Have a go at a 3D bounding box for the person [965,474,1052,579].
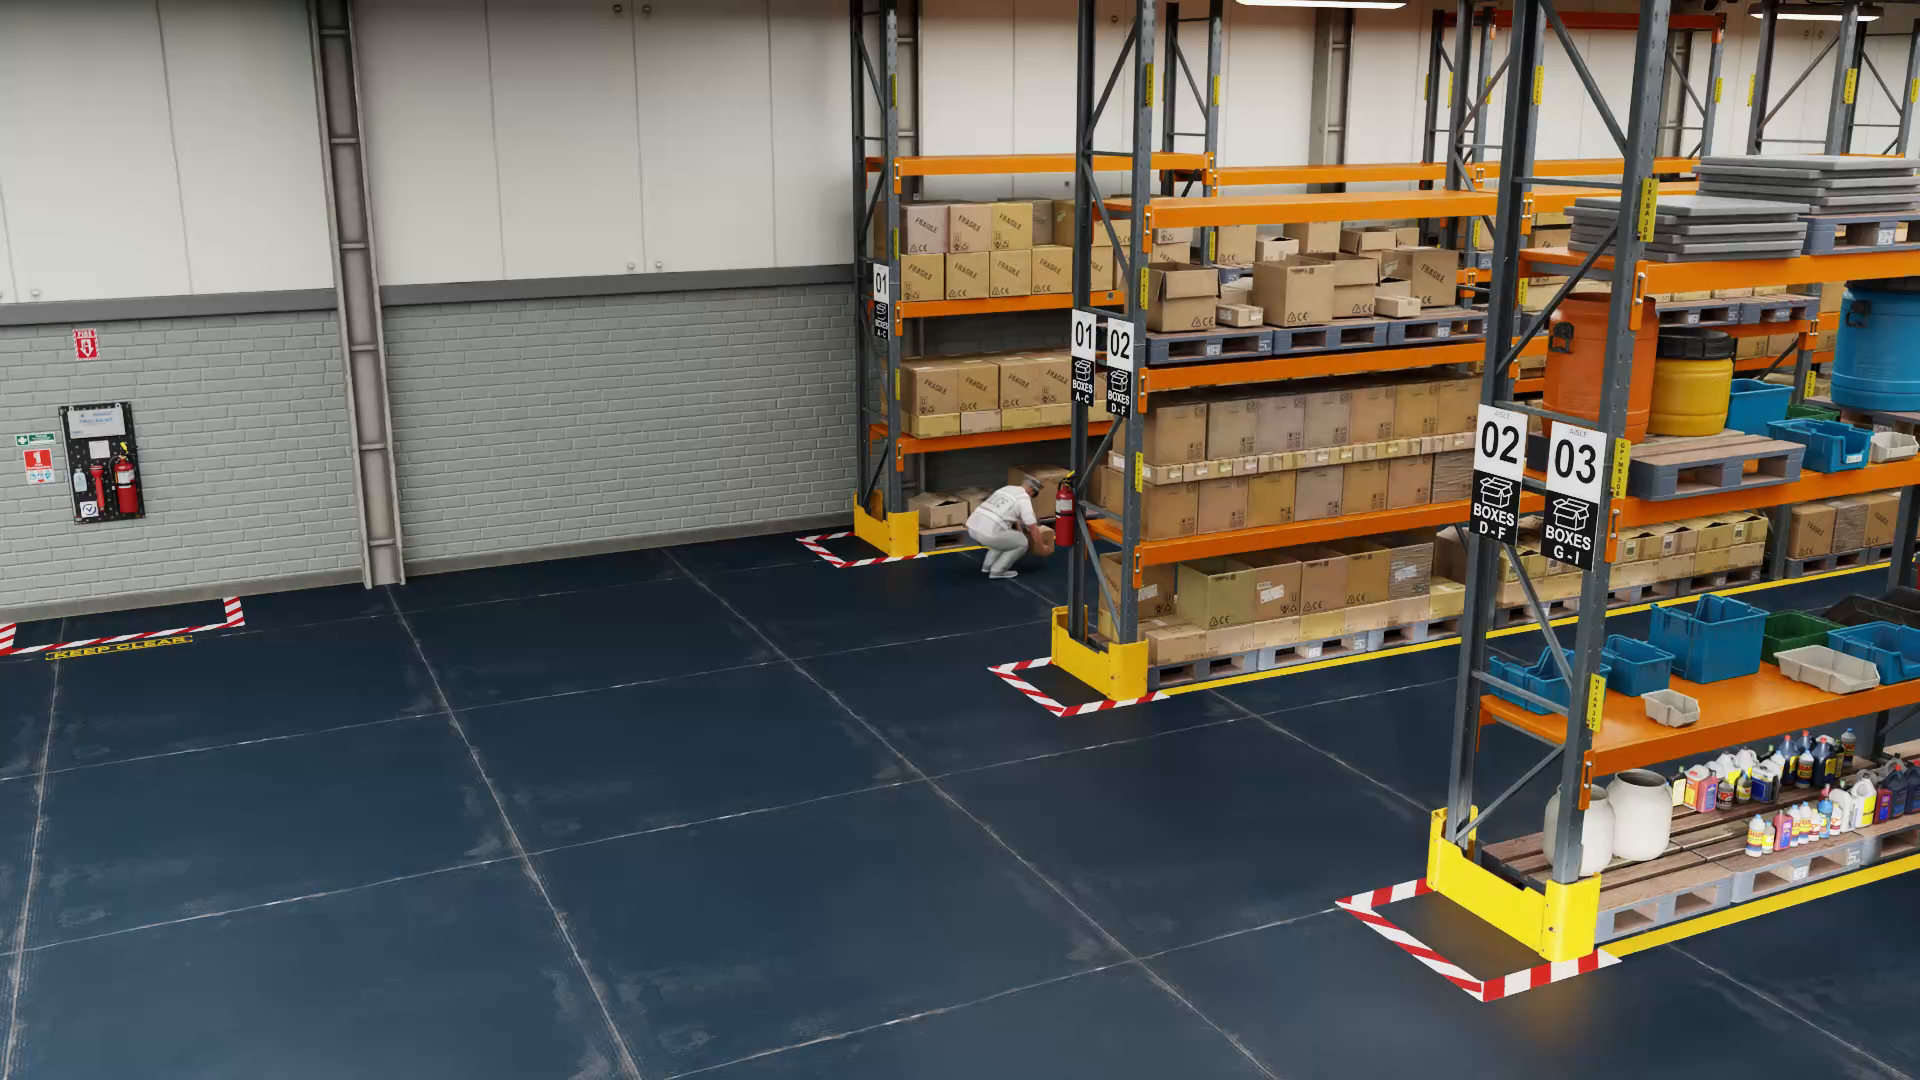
[{"bbox_3d":[0.500,-0.151,17.764,0.916,1.038,0.566,-7,17,-25],"label":"person"}]
